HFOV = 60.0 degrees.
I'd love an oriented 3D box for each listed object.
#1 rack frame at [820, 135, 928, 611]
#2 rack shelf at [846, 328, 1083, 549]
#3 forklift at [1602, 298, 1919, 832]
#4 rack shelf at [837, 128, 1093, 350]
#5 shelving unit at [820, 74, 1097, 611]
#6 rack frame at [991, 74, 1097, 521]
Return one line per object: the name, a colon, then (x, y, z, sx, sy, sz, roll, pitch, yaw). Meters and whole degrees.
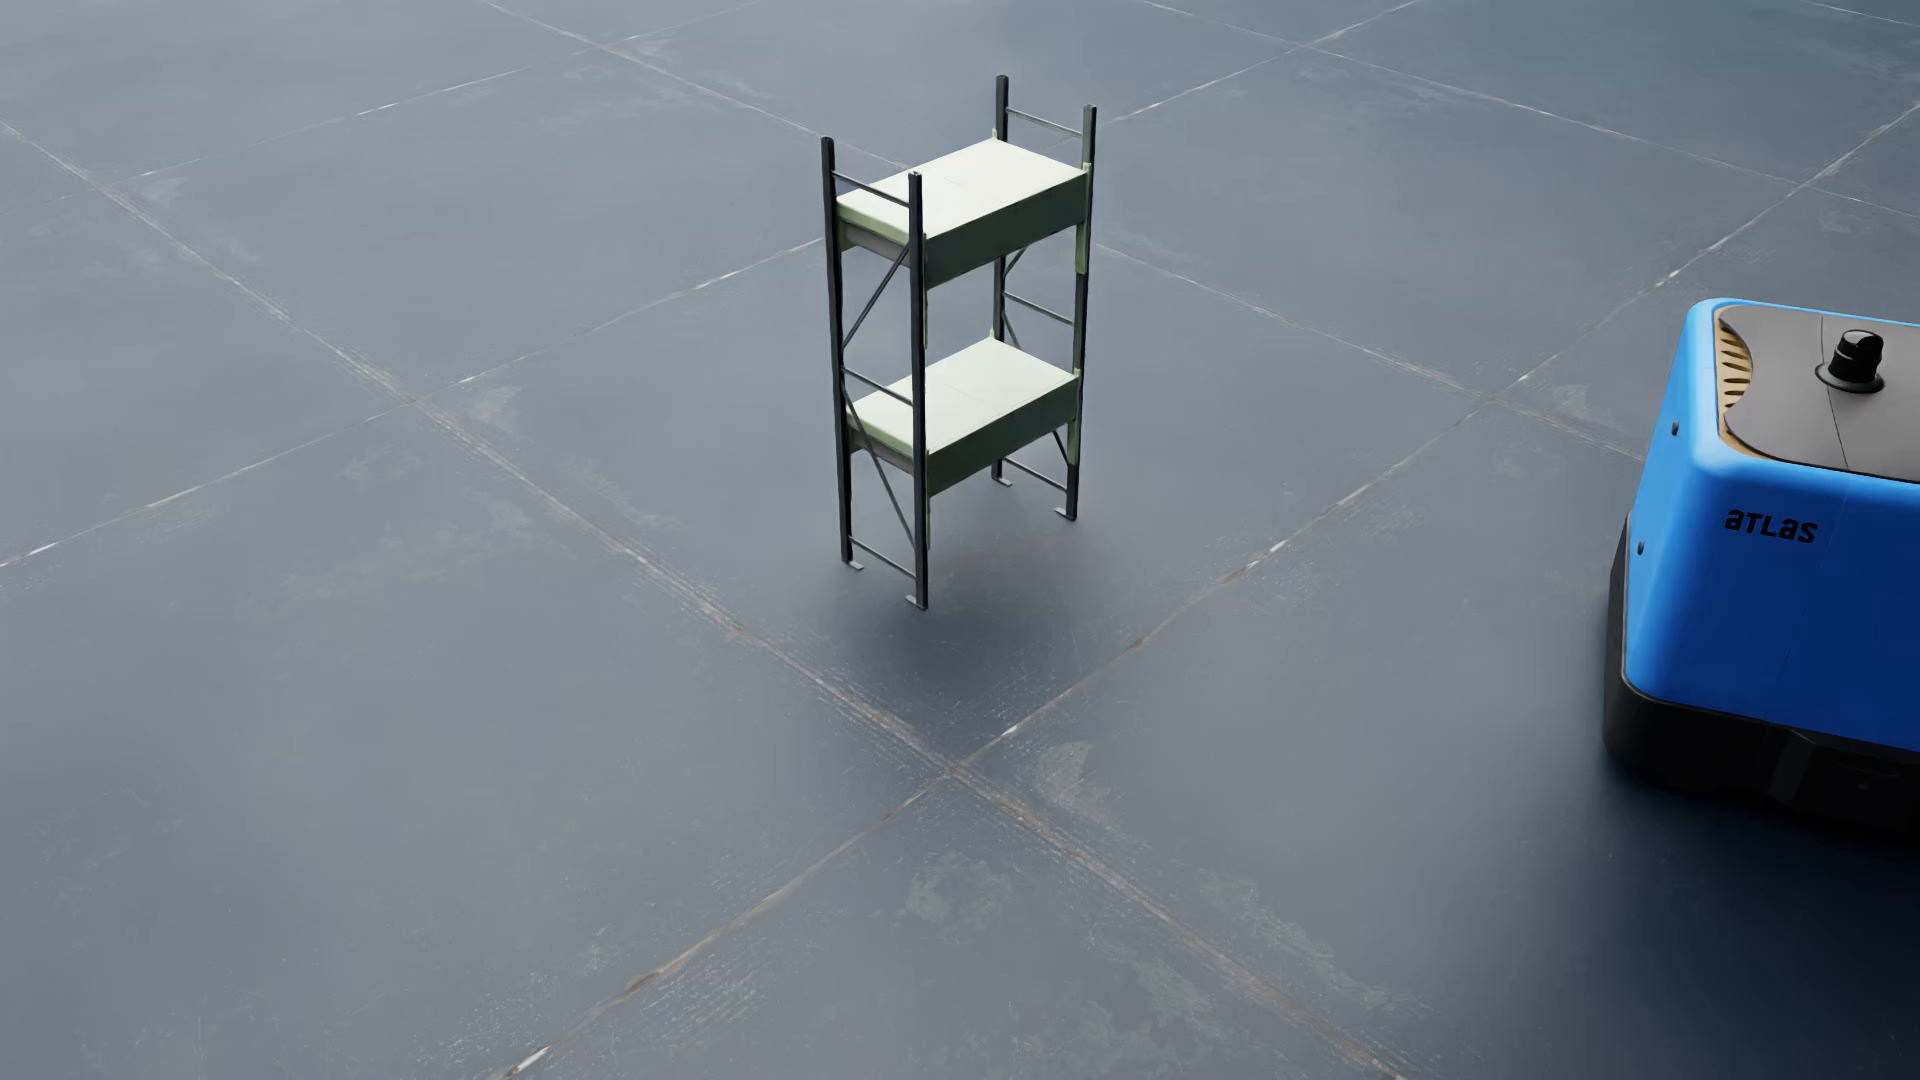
rack frame: (-0.253, -0.469, 5.112, 0.400, 1.500, 0.023, 30, 45, 35)
rack shelf: (0.005, -0.350, 5.511, 0.431, 0.370, 0.720, 30, 45, 35)
forklift: (3.427, -0.516, 3.928, 3.031, 2.935, 1.130, 11, 36, 16)
rack shelf: (0.005, -0.938, 5.102, 0.431, 0.370, 0.720, 30, 45, 35)
shelving unit: (0.005, -0.618, 5.325, 0.431, 1.500, 0.755, 30, 45, 35)
rack frame: (0.263, -0.766, 5.538, 0.400, 1.500, 0.023, 30, 45, 35)
